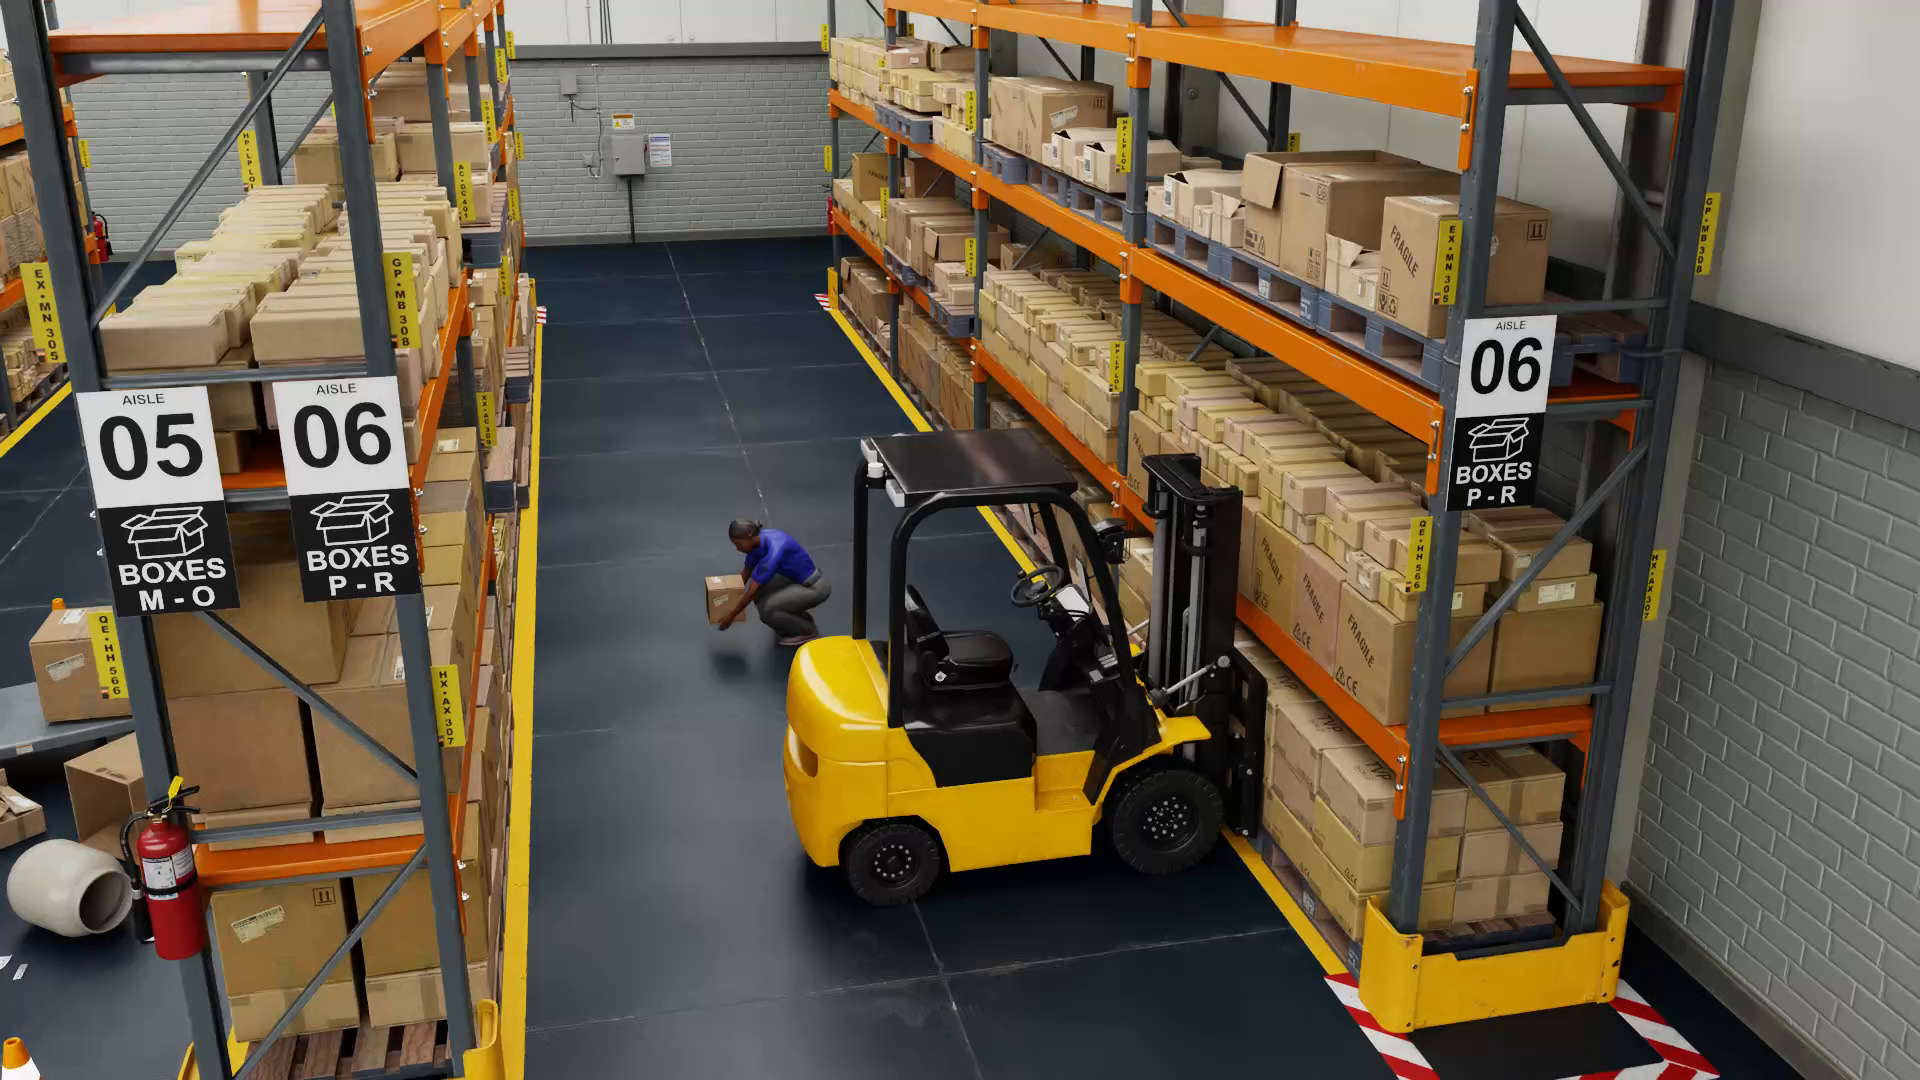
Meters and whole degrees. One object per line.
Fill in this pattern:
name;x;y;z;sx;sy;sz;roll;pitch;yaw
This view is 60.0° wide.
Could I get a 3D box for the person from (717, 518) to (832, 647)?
person;-1.293;0.257;11.470;0.814;0.928;0.496;-5;20;-13
